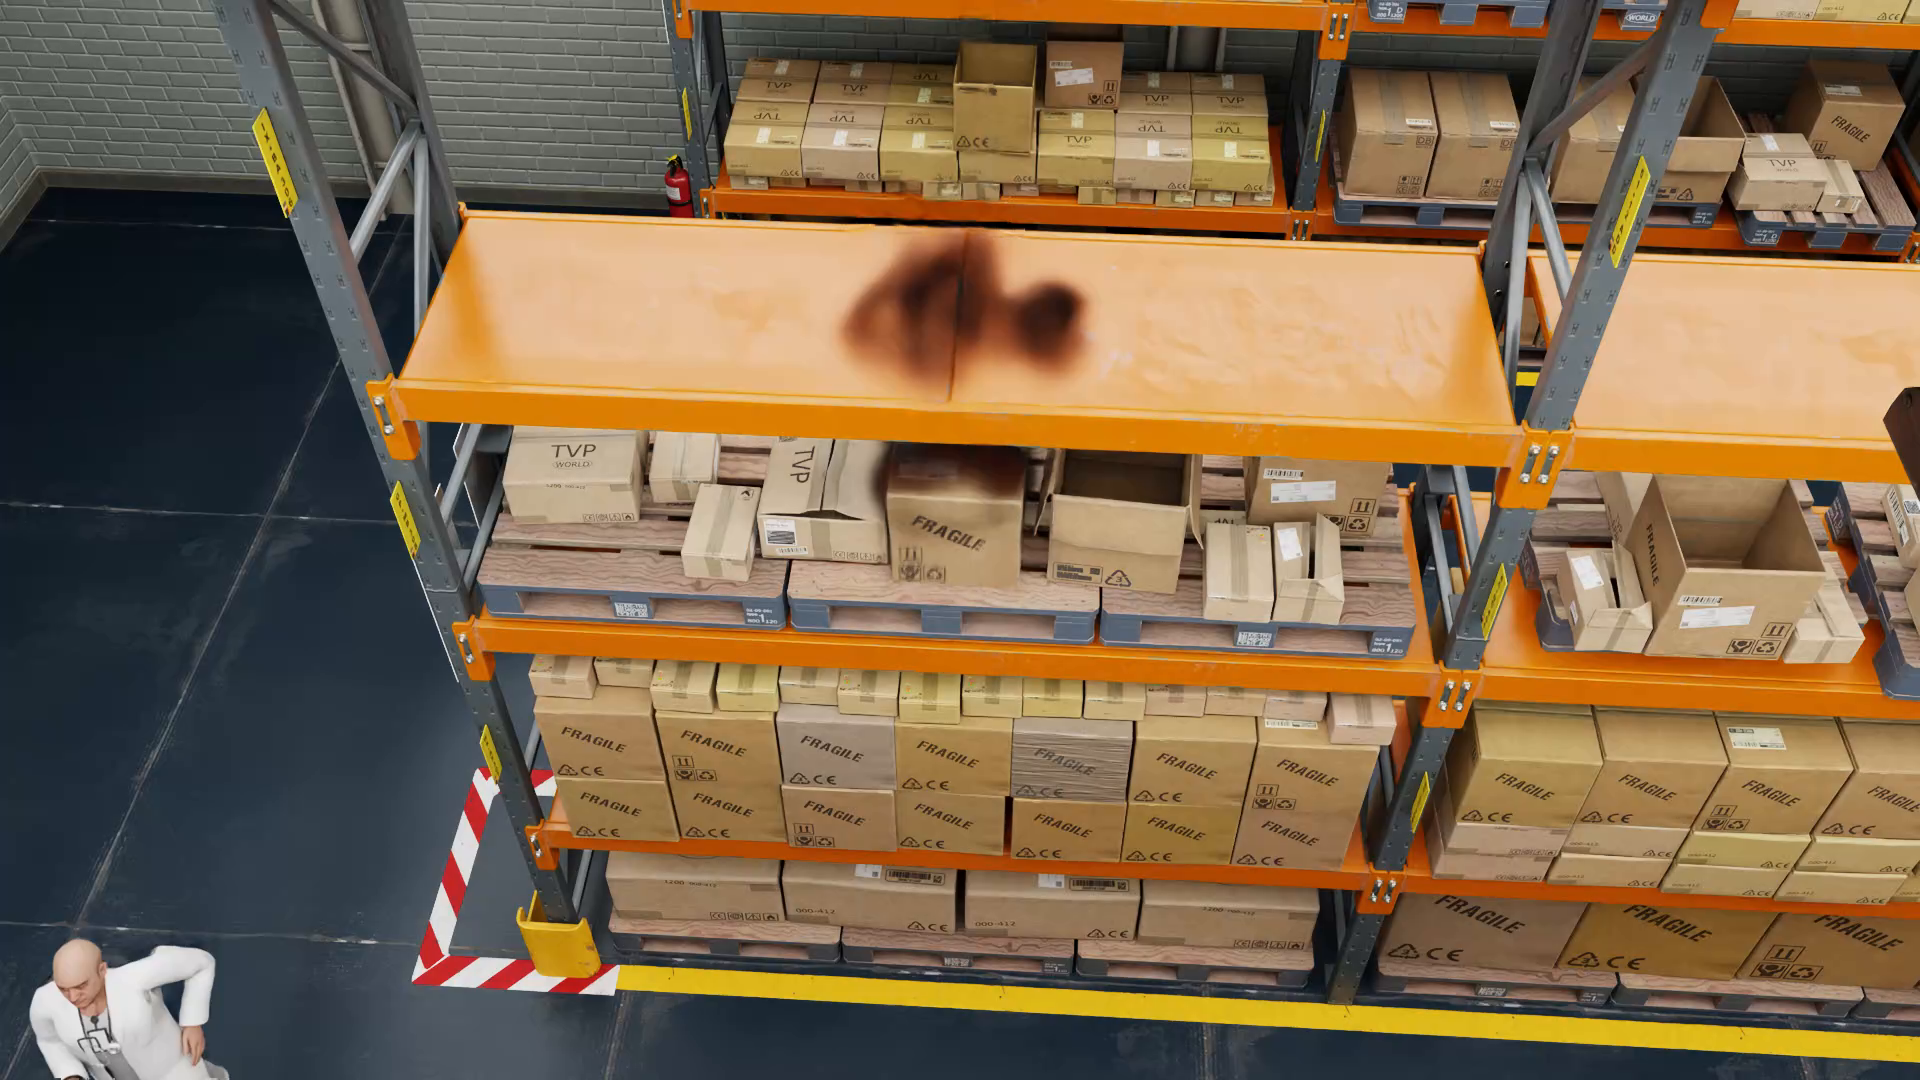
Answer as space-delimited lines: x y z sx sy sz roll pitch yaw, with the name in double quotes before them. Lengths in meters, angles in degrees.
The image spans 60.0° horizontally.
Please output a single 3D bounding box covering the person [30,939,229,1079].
"person" -3.465 2.288 7.142 0.685 1.884 0.765 -3 48 -3
